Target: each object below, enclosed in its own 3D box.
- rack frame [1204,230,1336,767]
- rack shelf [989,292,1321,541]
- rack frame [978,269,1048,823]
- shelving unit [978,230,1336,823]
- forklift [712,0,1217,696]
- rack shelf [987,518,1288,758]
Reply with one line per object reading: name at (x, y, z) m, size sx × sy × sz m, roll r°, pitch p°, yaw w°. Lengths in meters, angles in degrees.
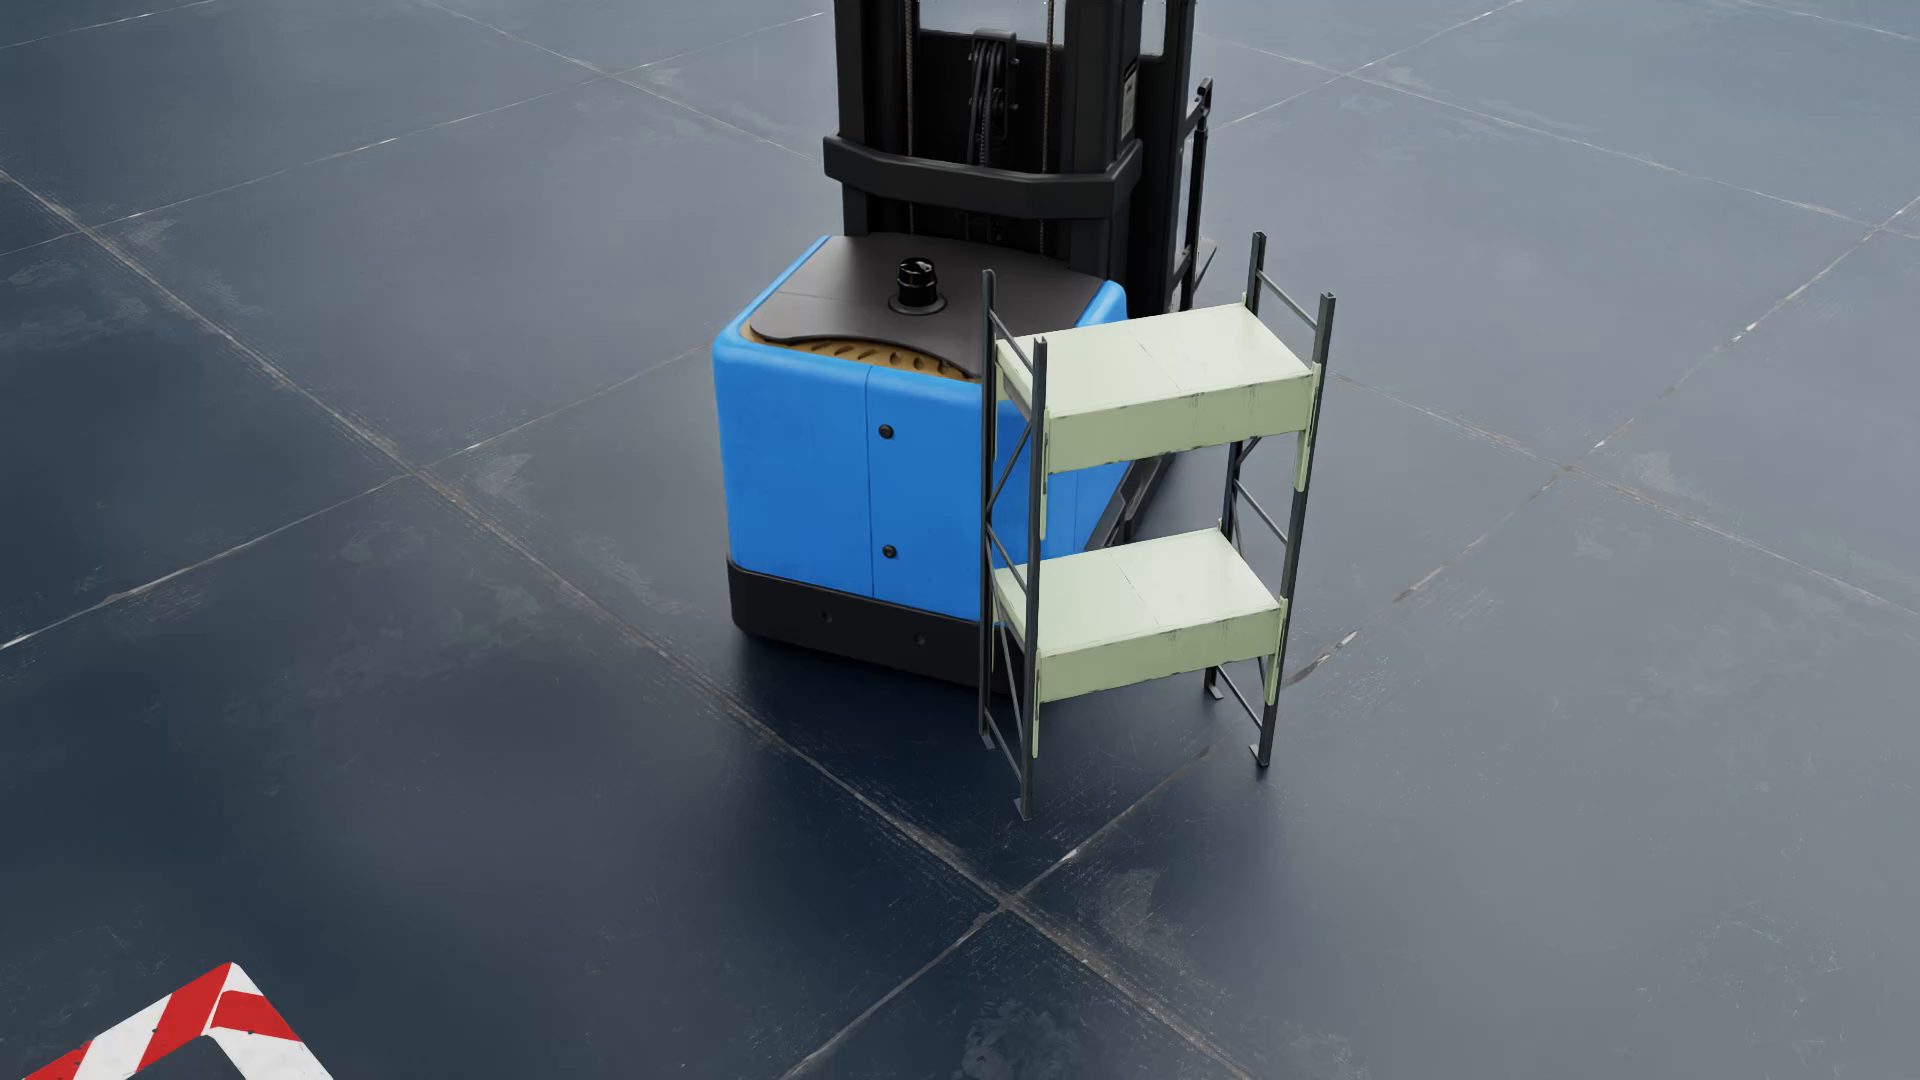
rack frame at (0.823, -0.069, 4.538) m, size 0.023 × 1.500 × 0.400 m, roll -11°, pitch 36°, yaw -15°
rack shelf at (0.475, -0.324, 4.222) m, size 0.720 × 0.370 × 0.431 m, roll -11°, pitch 36°, yaw -15°
rack frame at (0.127, 0.060, 4.352) m, size 0.023 × 1.500 × 0.400 m, roll -11°, pitch 36°, yaw -15°
shelving unit at (0.475, -0.004, 4.445) m, size 0.755 × 1.500 × 0.431 m, roll -11°, pitch 36°, yaw -15°
forklift at (0.268, -1.577, 5.450) m, size 1.130 × 2.935 × 3.031 m, roll 12°, pitch 37°, yaw 17°
rack shelf at (0.475, 0.263, 4.632) m, size 0.720 × 0.370 × 0.431 m, roll -11°, pitch 36°, yaw -15°
